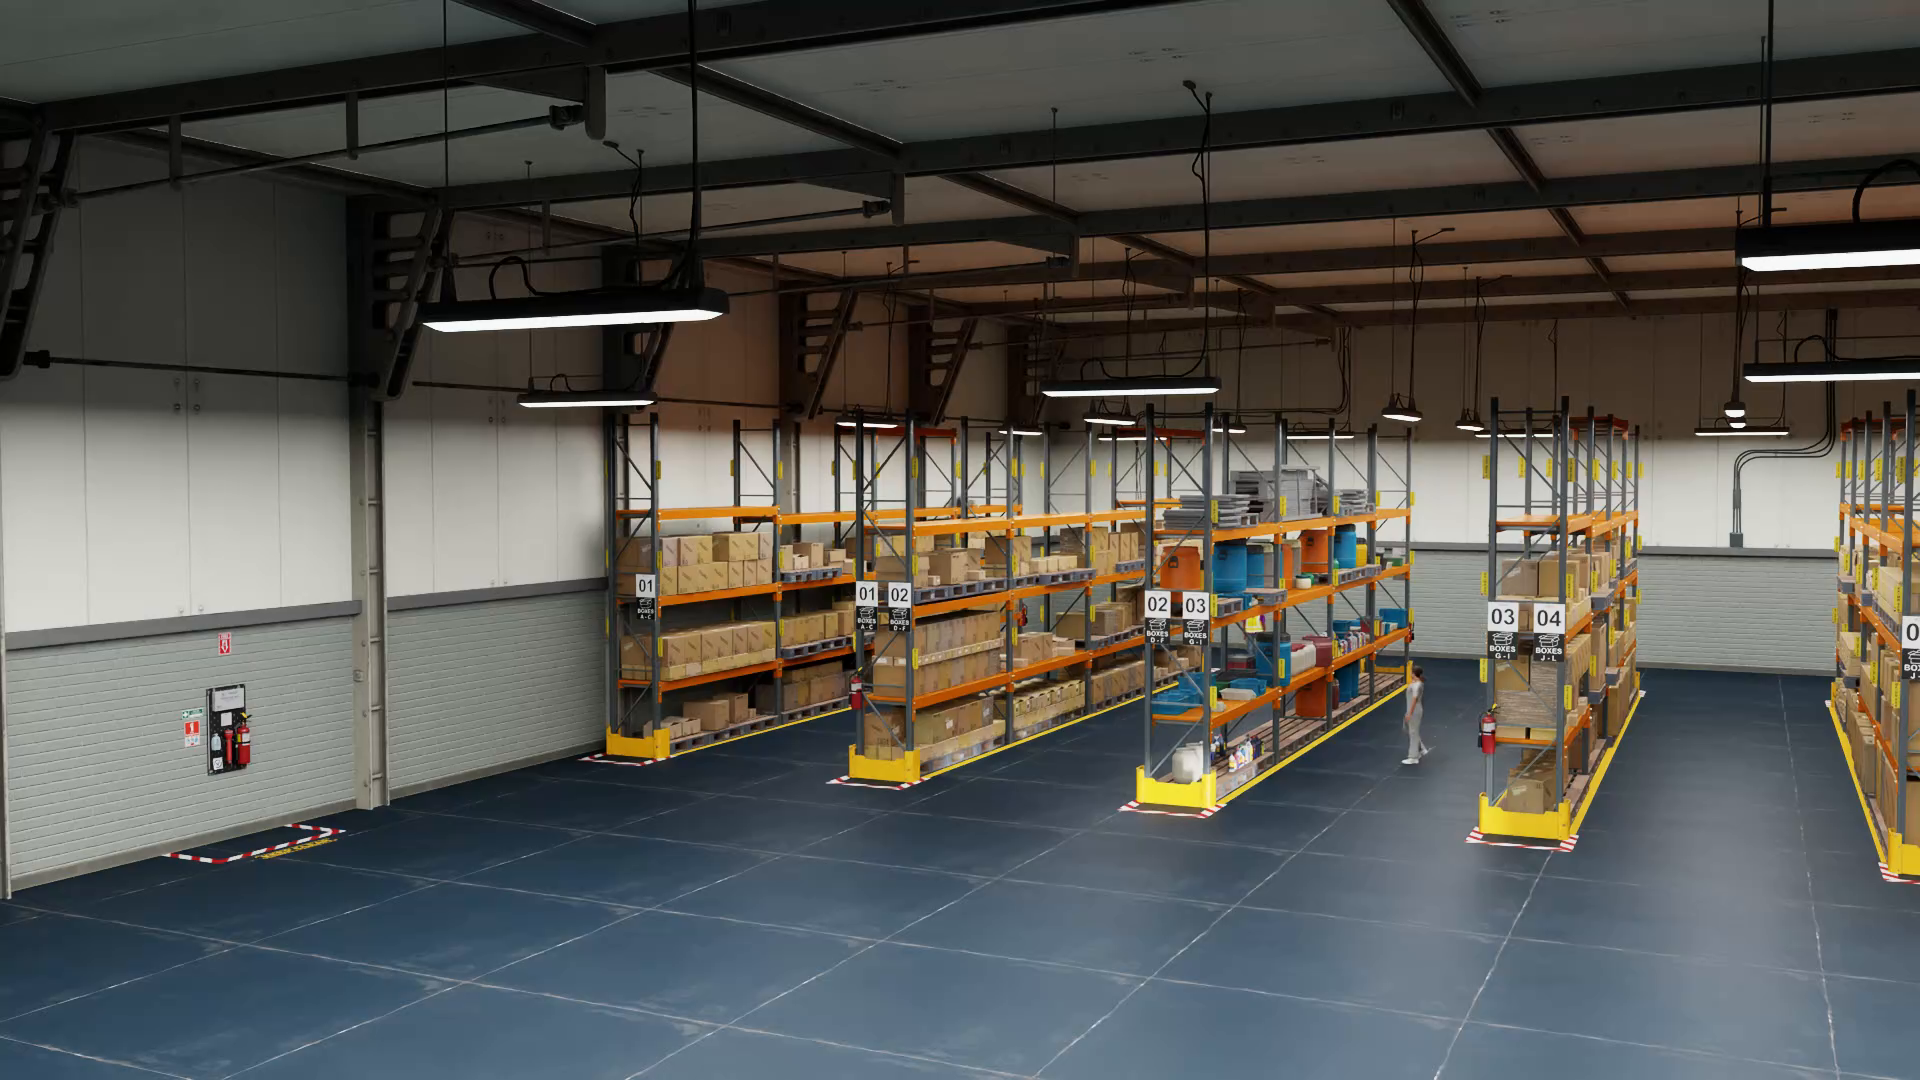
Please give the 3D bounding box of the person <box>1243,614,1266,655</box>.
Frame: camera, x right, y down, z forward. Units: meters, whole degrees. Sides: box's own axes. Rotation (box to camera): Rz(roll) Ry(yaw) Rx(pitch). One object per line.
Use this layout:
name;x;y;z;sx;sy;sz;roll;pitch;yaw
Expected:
person;7.404;2.370;41.826;0.634;1.780;0.425;1;3;23

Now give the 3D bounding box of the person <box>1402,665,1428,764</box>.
person;7.781;2.964;28.413;0.452;1.674;0.539;0;2;11
